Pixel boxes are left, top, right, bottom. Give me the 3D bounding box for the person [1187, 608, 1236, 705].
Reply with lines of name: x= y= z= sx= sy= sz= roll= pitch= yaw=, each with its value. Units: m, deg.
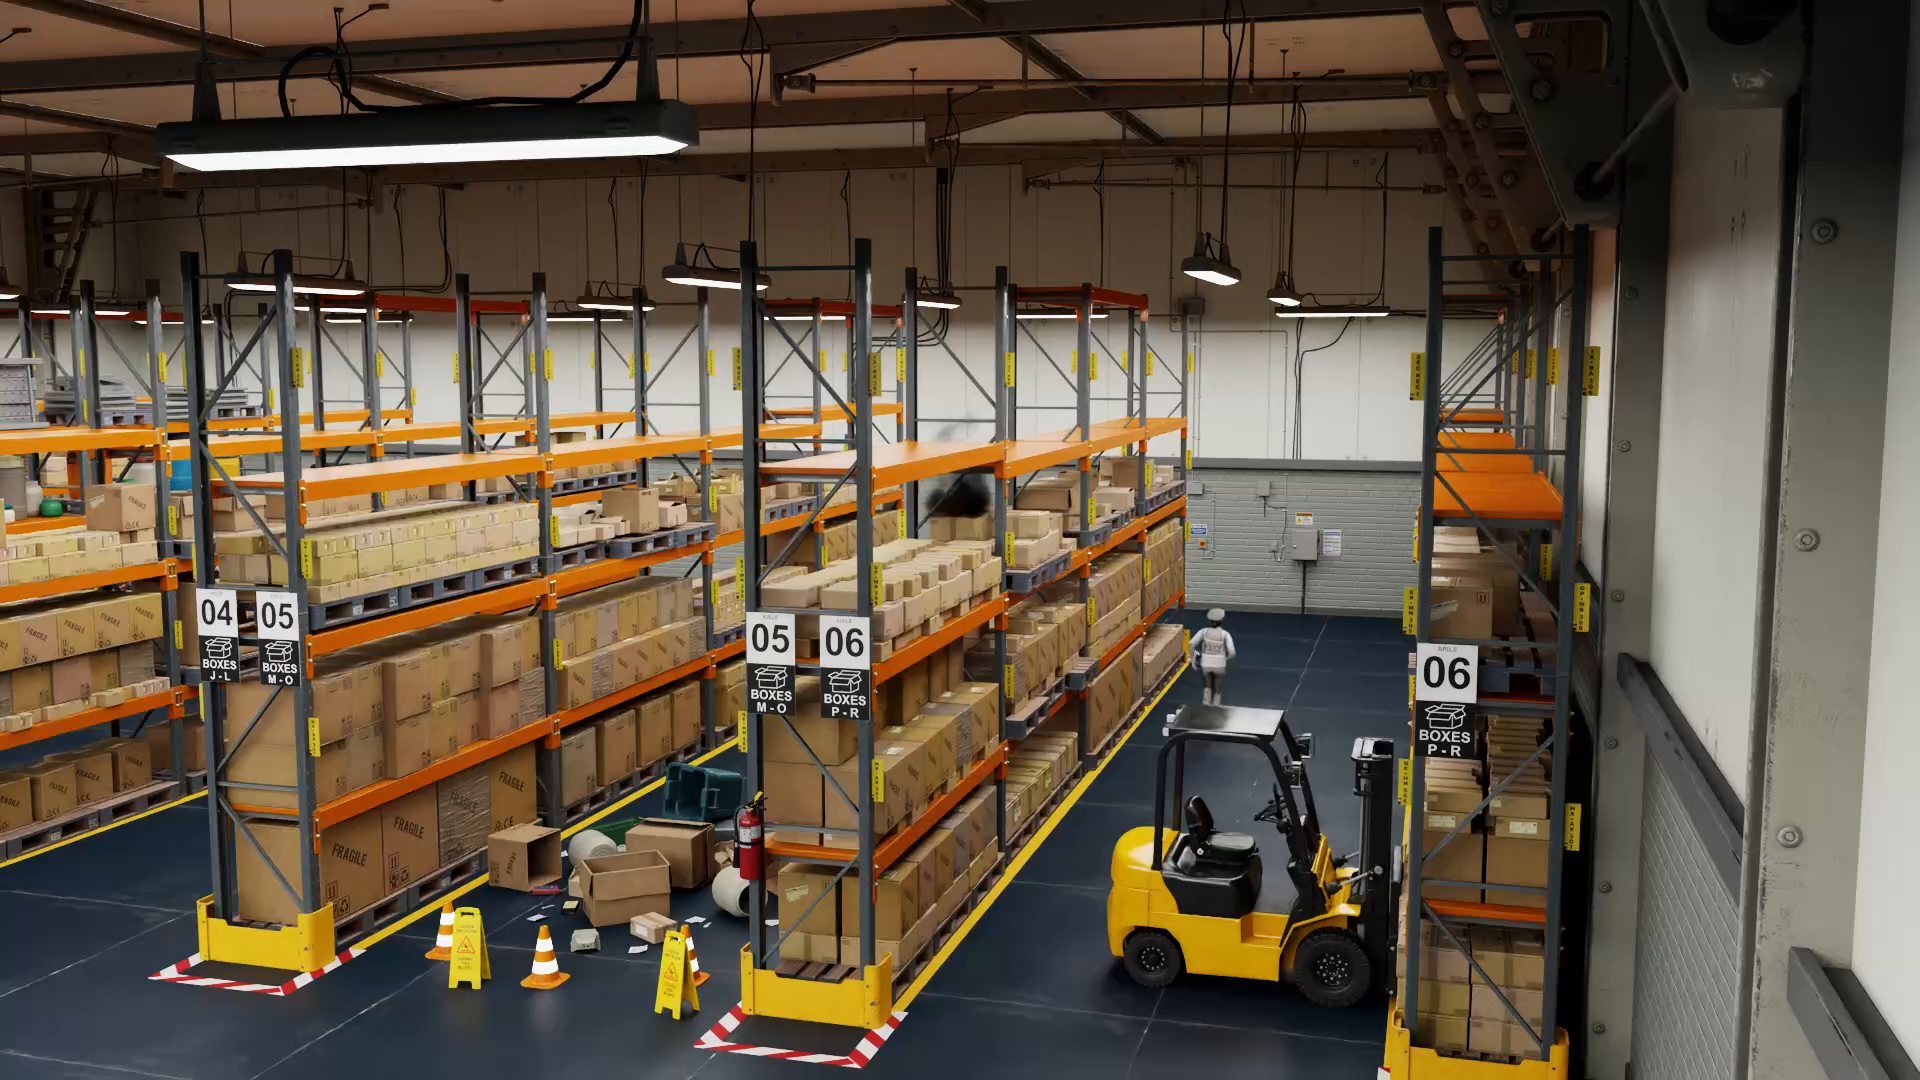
person: x=3.515 y=1.769 z=23.128 sx=0.642 sy=1.661 sz=0.601 roll=2 pitch=7 yaw=20
